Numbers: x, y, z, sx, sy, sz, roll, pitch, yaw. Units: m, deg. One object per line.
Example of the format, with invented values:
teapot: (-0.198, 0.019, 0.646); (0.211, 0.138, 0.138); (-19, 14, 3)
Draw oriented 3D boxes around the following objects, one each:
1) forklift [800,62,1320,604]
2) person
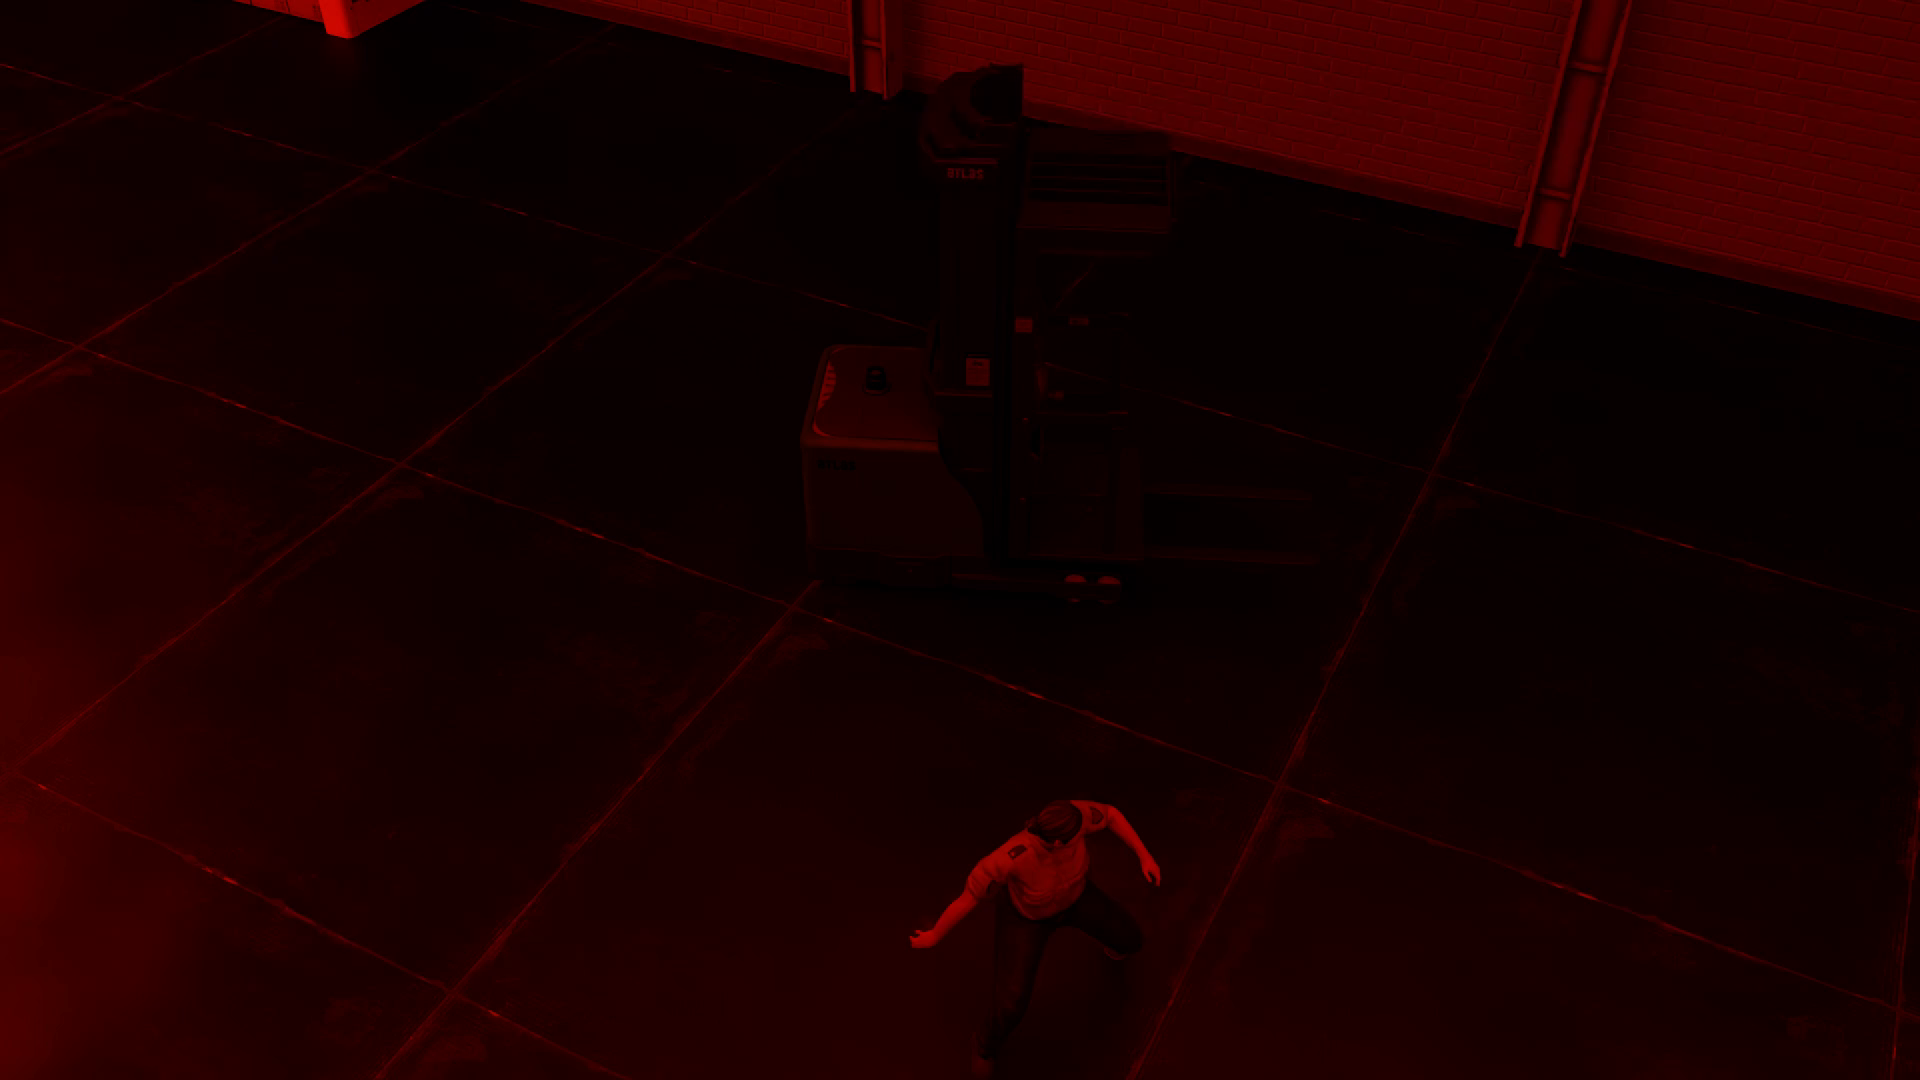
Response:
forklift: (0.628, -1.102, 9.295); (3.031, 2.935, 1.130); (3, 40, 3)
person: (0.354, 1.632, 7.224); (1.130, 1.555, 0.509); (-20, 44, -22)
